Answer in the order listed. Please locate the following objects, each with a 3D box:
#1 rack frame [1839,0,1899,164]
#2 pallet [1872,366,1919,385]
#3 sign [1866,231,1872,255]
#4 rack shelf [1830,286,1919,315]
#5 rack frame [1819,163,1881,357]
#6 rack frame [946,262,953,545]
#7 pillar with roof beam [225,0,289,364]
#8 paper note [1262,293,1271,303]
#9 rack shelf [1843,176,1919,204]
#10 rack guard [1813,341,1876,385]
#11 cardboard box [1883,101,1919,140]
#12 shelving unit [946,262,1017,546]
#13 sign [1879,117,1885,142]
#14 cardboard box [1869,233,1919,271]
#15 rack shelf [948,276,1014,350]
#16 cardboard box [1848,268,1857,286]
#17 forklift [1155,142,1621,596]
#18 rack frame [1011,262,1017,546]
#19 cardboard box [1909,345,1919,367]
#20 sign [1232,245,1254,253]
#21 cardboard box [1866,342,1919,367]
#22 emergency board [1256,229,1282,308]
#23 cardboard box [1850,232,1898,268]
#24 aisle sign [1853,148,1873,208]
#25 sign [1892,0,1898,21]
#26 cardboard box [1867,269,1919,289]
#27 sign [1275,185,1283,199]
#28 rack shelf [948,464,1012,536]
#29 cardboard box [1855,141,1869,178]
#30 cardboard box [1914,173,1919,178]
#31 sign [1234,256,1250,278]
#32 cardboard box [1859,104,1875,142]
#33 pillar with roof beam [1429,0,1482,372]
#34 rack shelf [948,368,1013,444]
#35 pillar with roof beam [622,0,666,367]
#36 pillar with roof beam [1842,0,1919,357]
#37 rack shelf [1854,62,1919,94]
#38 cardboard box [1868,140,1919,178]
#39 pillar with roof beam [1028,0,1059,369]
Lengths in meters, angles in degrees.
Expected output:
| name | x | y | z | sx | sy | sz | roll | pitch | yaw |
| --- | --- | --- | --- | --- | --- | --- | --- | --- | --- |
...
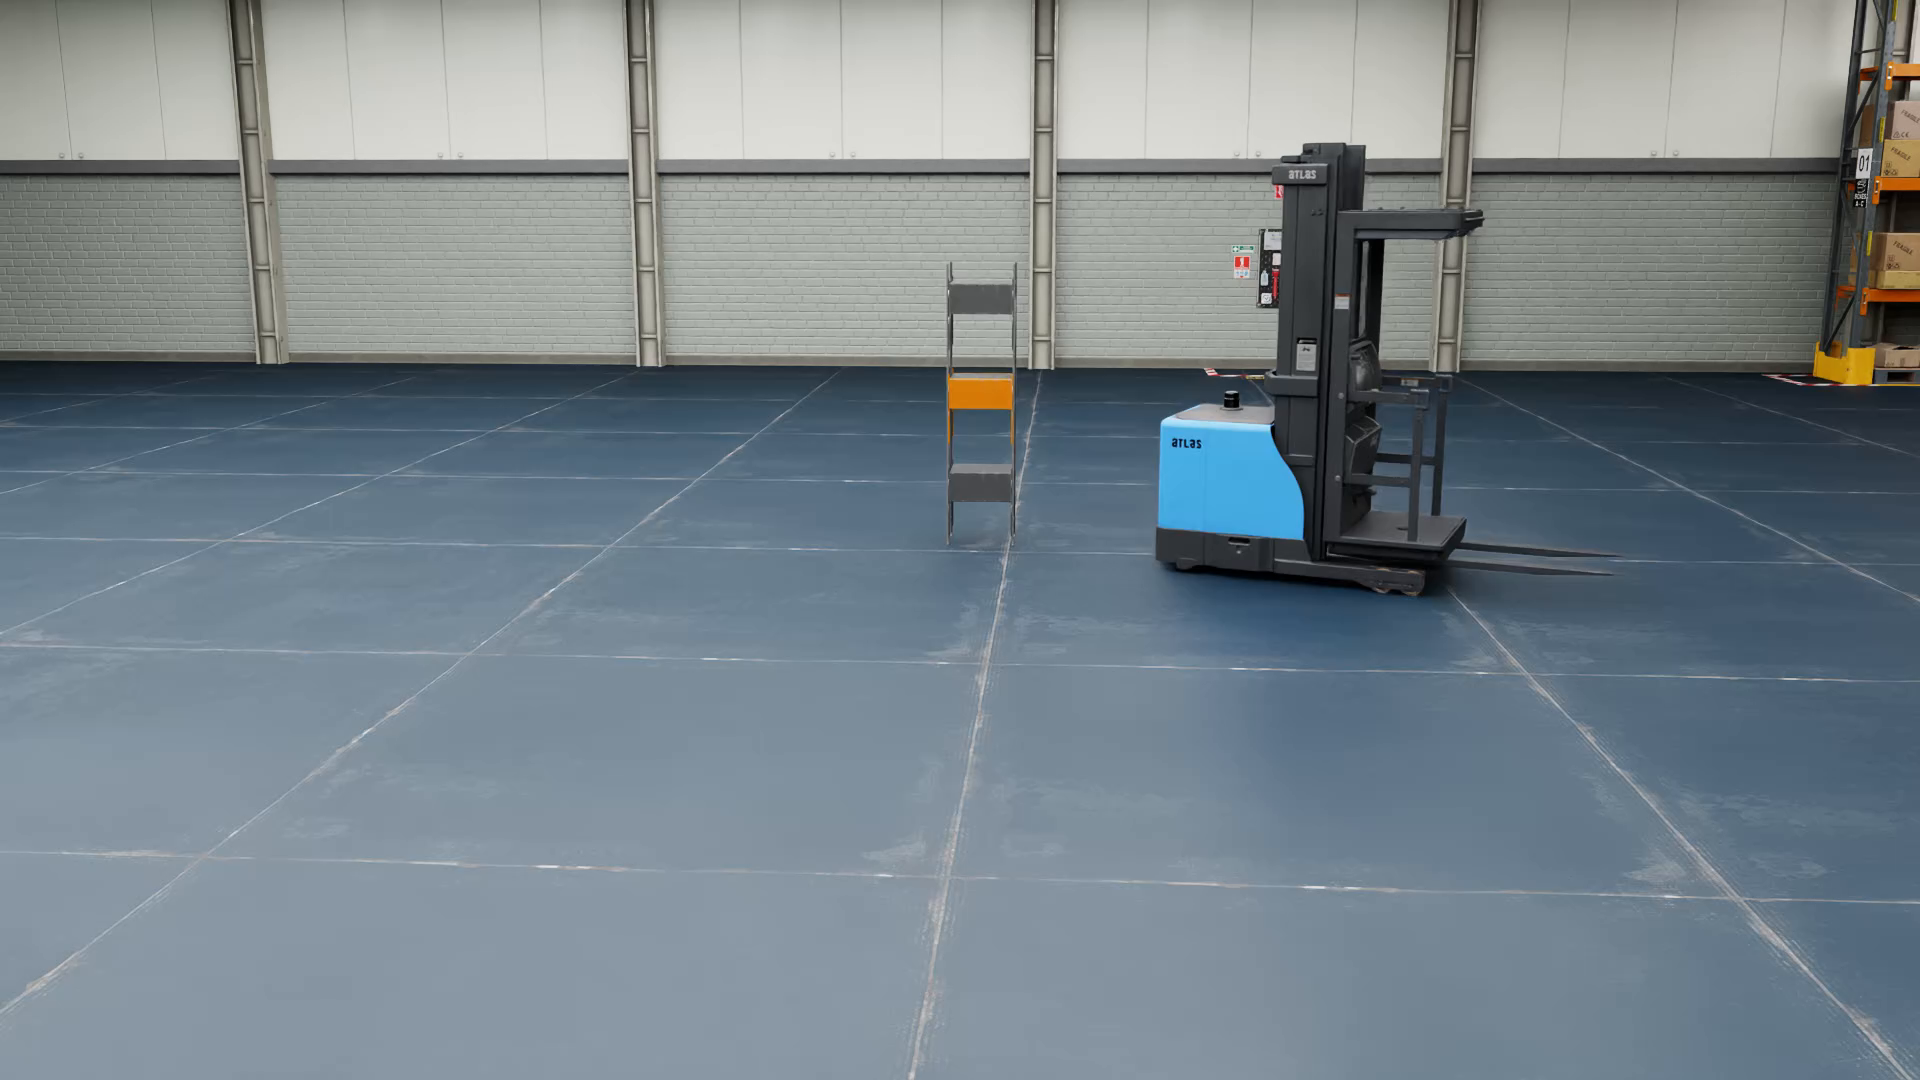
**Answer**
| name | x | y | z | sx | sy | sz | roll | pitch | yaw |
| --- | --- | --- | --- | --- | --- | --- | --- | --- | --- |
| rack frame | 12.453 | -6.678 | 22.714 | 0.127 | 3.000 | 1.000 | 1 | 12 | 4 |
| pallet | 13.337 | -2.357 | 23.521 | 1.213 | 0.211 | 1.003 | 1 | 12 | 4 |
| sign | 12.417 | -4.054 | 22.710 | 0.005 | 0.325 | 0.100 | 1 | 12 | 4 |
| rack shelf | 14.449 | -3.362 | 23.271 | 4.000 | 0.370 | 1.077 | 1 | 12 | 4 |
| rack frame | 12.453 | -3.742 | 23.329 | 0.127 | 3.000 | 1.000 | 1 | 12 | 4 |
| rack frame | -0.078 | -1.029 | 12.558 | 0.015 | 2.100 | 0.400 | 1 | 12 | 4 |
| pillar with roof beam | -11.025 | -6.294 | 20.879 | 0.400 | 9.000 | 9.100 | 1 | 12 | 4 |
| paper note | 4.588 | -3.618 | 24.888 | 0.142 | 0.148 | 0.016 | 1 | 12 | 4 |
| rack shelf | 14.449 | -4.830 | 22.964 | 4.000 | 0.370 | 1.077 | 1 | 12 | 4 |
| rack guard | 12.529 | -2.517 | 23.580 | 0.348 | 0.500 | 1.175 | 1 | 12 | 4 |
| cardboard box | 12.821 | -5.703 | 22.644 | 0.500 | 0.500 | 0.500 | 0 | 12 | 0 |
| shelving unit | 0.165 | -1.025 | 12.542 | 0.503 | 2.100 | 0.431 | 1 | 12 | 4 |
| sign | 12.417 | -5.527 | 22.402 | 0.005 | 0.325 | 0.100 | 1 | 12 | 4 |
| cardboard box | 12.909 | -3.977 | 22.940 | 0.500 | 0.500 | 0.500 | 1 | 12 | 4 |
| rack shelf | 0.165 | -1.697 | 12.402 | 0.480 | 0.518 | 0.431 | 1 | 12 | 4 |
| cardboard box | 12.933 | -3.711 | 23.501 | 0.500 | 0.250 | 0.500 | 1 | 12 | 5 |
| forklift | 2.944 | -1.188 | 11.291 | 3.031 | 2.935 | 1.130 | 5 | 13 | 24 |
| rack frame | 0.409 | -1.022 | 12.526 | 0.015 | 2.100 | 0.400 | 1 | 12 | 4 |
| cardboard box | 13.706 | -2.605 | 23.388 | 0.500 | 0.311 | 0.500 | 2 | 12 | 8 |
| sign | 4.219 | -4.336 | 24.789 | 0.331 | 0.109 | 0.001 | 1 | 12 | 4 |
| cardboard box | 13.137 | -2.613 | 23.426 | 0.500 | 0.311 | 0.500 | -1 | 12 | -3 |
| emergency board | 4.760 | -4.032 | 24.719 | 0.643 | 1.169 | 0.194 | 1 | 12 | 4 |
| cardboard box | 12.938 | -4.082 | 23.442 | 0.500 | 0.500 | 0.500 | 1 | 12 | 3 |
| aisle sign | 12.361 | -4.954 | 22.774 | 0.004 | 0.787 | 0.394 | 1 | 12 | 4 |
| sign | 12.417 | -7.063 | 22.081 | 0.005 | 0.325 | 0.100 | 1 | 12 | 4 |
| cardboard box | 12.919 | -3.606 | 23.000 | 0.500 | 0.250 | 0.500 | 0 | 12 | 2 |
| sign | 4.758 | -5.187 | 24.579 | 0.199 | 0.298 | 0.001 | 1 | 12 | 4 |
| rack shelf | 0.165 | -0.327 | 12.688 | 0.480 | 0.518 | 0.431 | 1 | 12 | 4 |
| cardboard box | 12.886 | -5.314 | 23.229 | 0.500 | 0.500 | 0.500 | 2 | 12 | 8 |
| cardboard box | 13.304 | -5.198 | 22.673 | 0.500 | 0.500 | 0.500 | 2 | 12 | 8 |
| sign | 4.215 | -4.078 | 24.852 | 0.234 | 0.329 | 0.001 | 1 | 12 | 4 |
| cardboard box | 12.901 | -5.805 | 23.134 | 0.500 | 0.500 | 0.500 | 1 | 12 | 6 |
| pillar with roof beam | 6.935 | -6.048 | 19.701 | 0.400 | 9.000 | 9.100 | 1 | 12 | 4 |
| rack shelf | 0.165 | -1.012 | 12.545 | 0.480 | 0.518 | 0.431 | 1 | 12 | 4 |
| pillar with roof beam | -5.038 | -6.212 | 20.486 | 0.400 | 9.000 | 9.100 | 1 | 12 | 4 |
| pillar with roof beam | 12.922 | -5.966 | 19.309 | 0.400 | 9.000 | 9.100 | 1 | 12 | 4 |
| rack shelf | 14.449 | -6.297 | 22.658 | 4.000 | 0.370 | 1.077 | 1 | 12 | 4 |
| cardboard box | 12.770 | -5.213 | 22.743 | 0.500 | 0.500 | 0.500 | 1 | 12 | 5 |
| pillar with roof beam | 0.949 | -6.130 | 20.094 | 0.400 | 9.000 | 9.100 | 1 | 12 | 4 |
